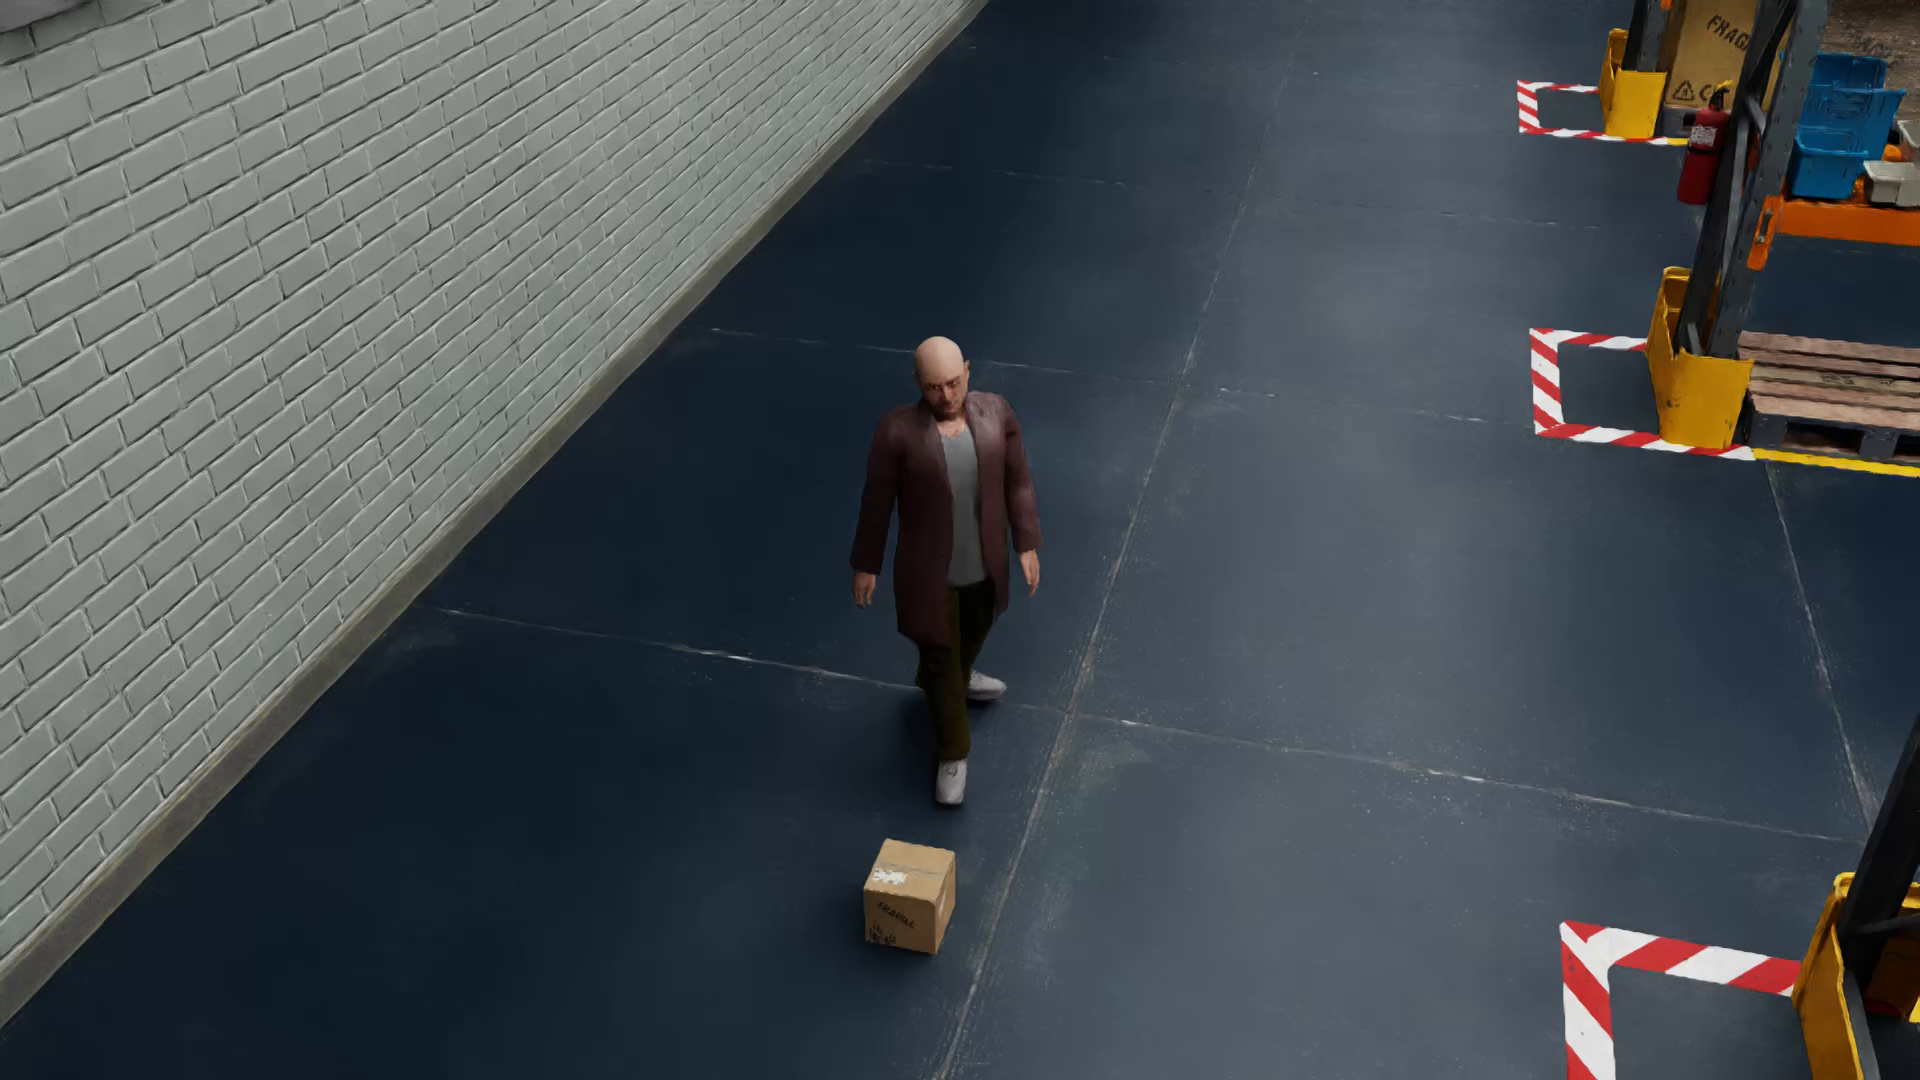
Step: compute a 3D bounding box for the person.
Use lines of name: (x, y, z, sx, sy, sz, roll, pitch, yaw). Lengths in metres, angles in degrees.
person: (-0.058, 0.059, 6.062, 0.683, 1.773, 0.730, -13, 35, -20)
